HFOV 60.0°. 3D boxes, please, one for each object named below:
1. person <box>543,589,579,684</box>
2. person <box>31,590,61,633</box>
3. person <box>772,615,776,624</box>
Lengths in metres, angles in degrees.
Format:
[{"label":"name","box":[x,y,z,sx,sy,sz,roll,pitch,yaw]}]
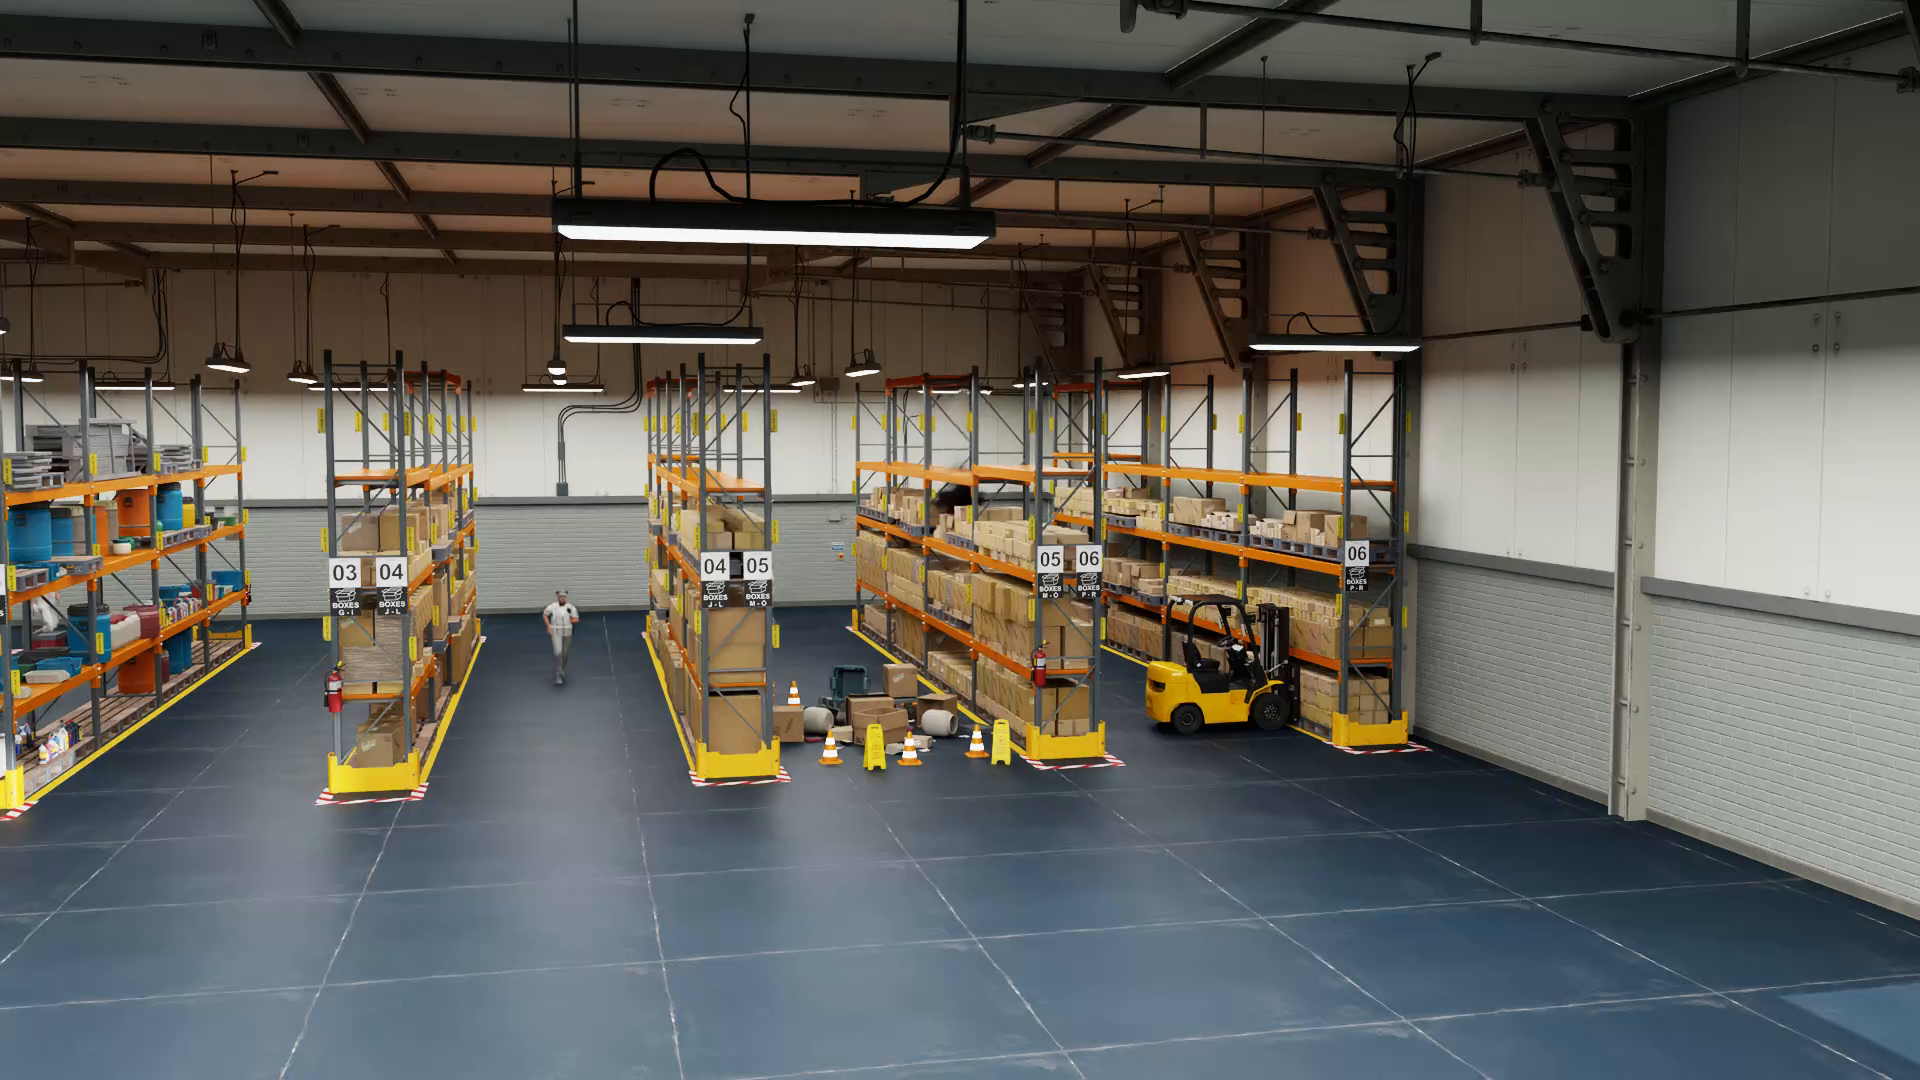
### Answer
[{"label":"person","box":[-7.751,1.878,32.390,0.642,1.849,0.817,-2,4,-26]},{"label":"person","box":[-20.426,1.547,37.163,0.748,1.761,0.700,2,4,23]},{"label":"person","box":[-4.918,1.313,41.078,0.744,1.707,0.560,0,4,-3]}]
